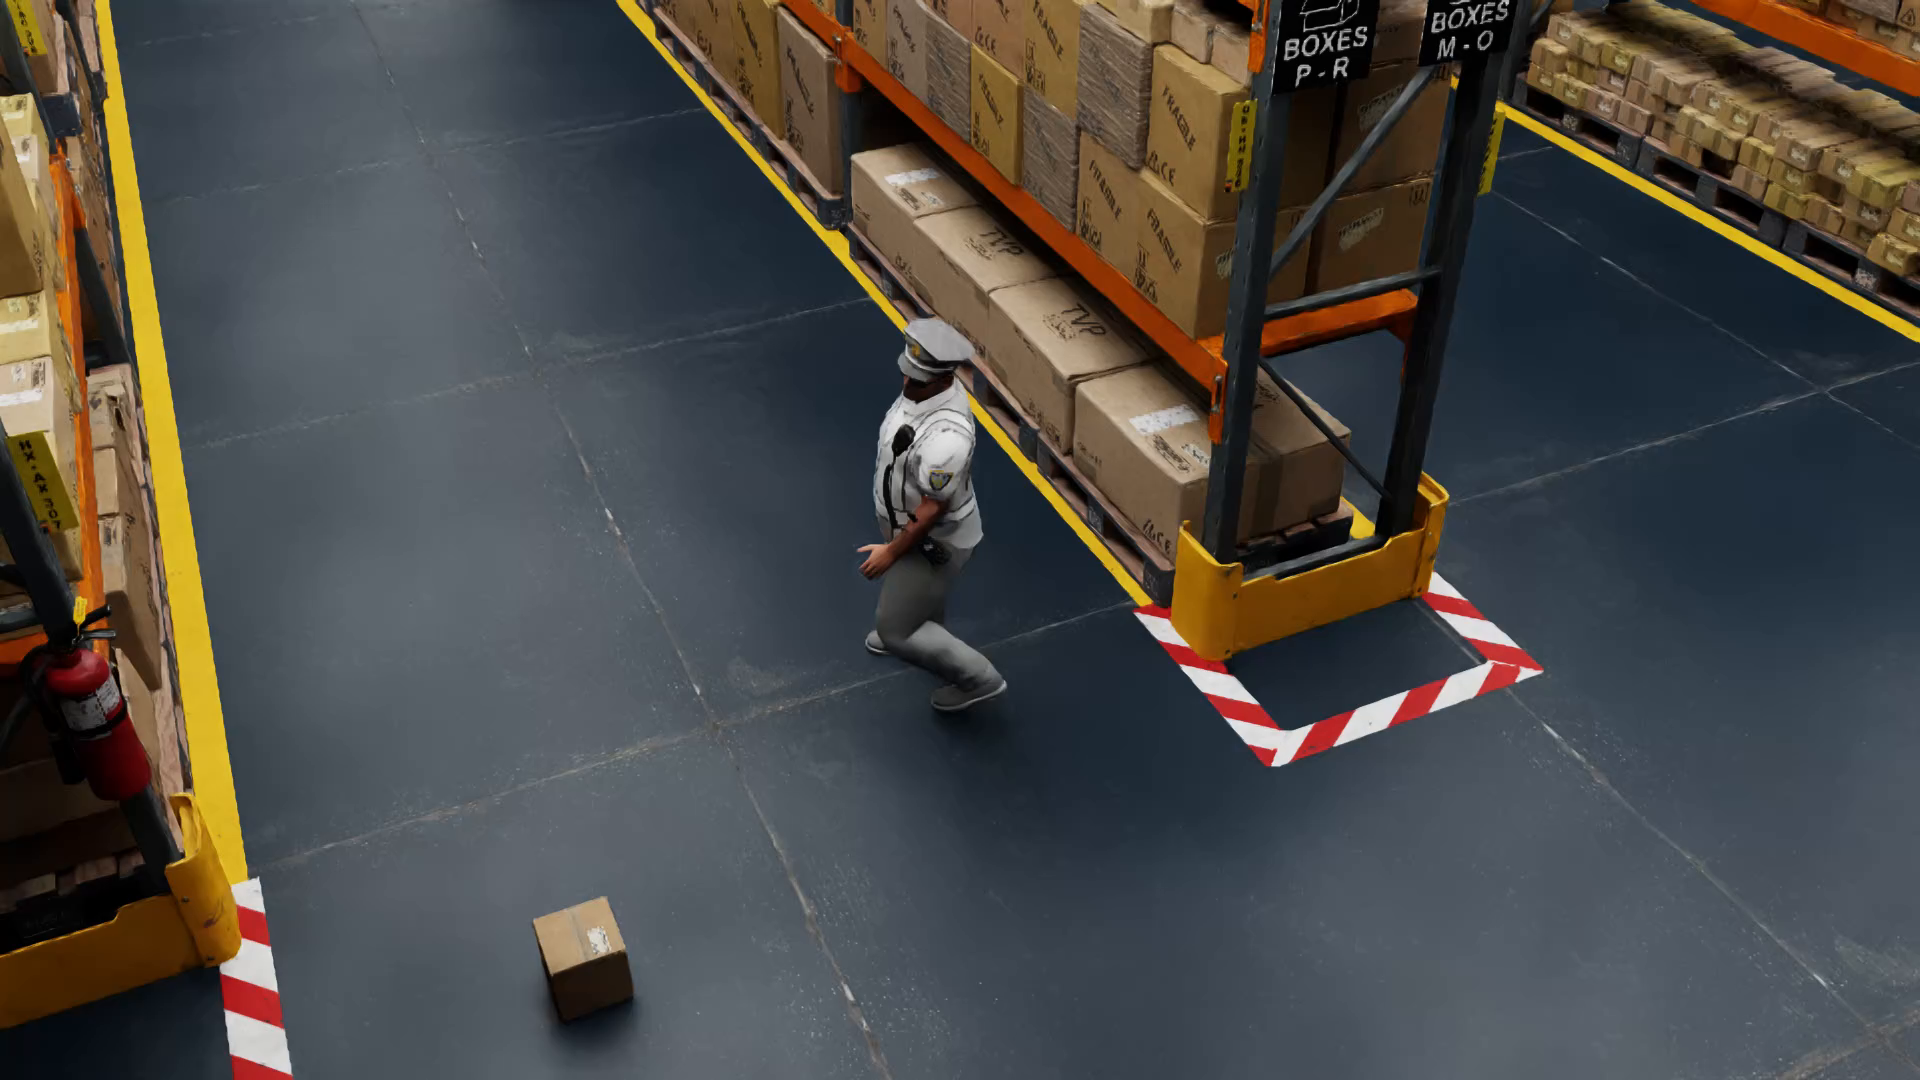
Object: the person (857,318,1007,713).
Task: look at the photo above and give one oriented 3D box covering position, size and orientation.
[{"bbox_3d":[-0.140,-0.098,6.278,0.554,1.740,0.691,-7,38,-9],"label":"person"}]
